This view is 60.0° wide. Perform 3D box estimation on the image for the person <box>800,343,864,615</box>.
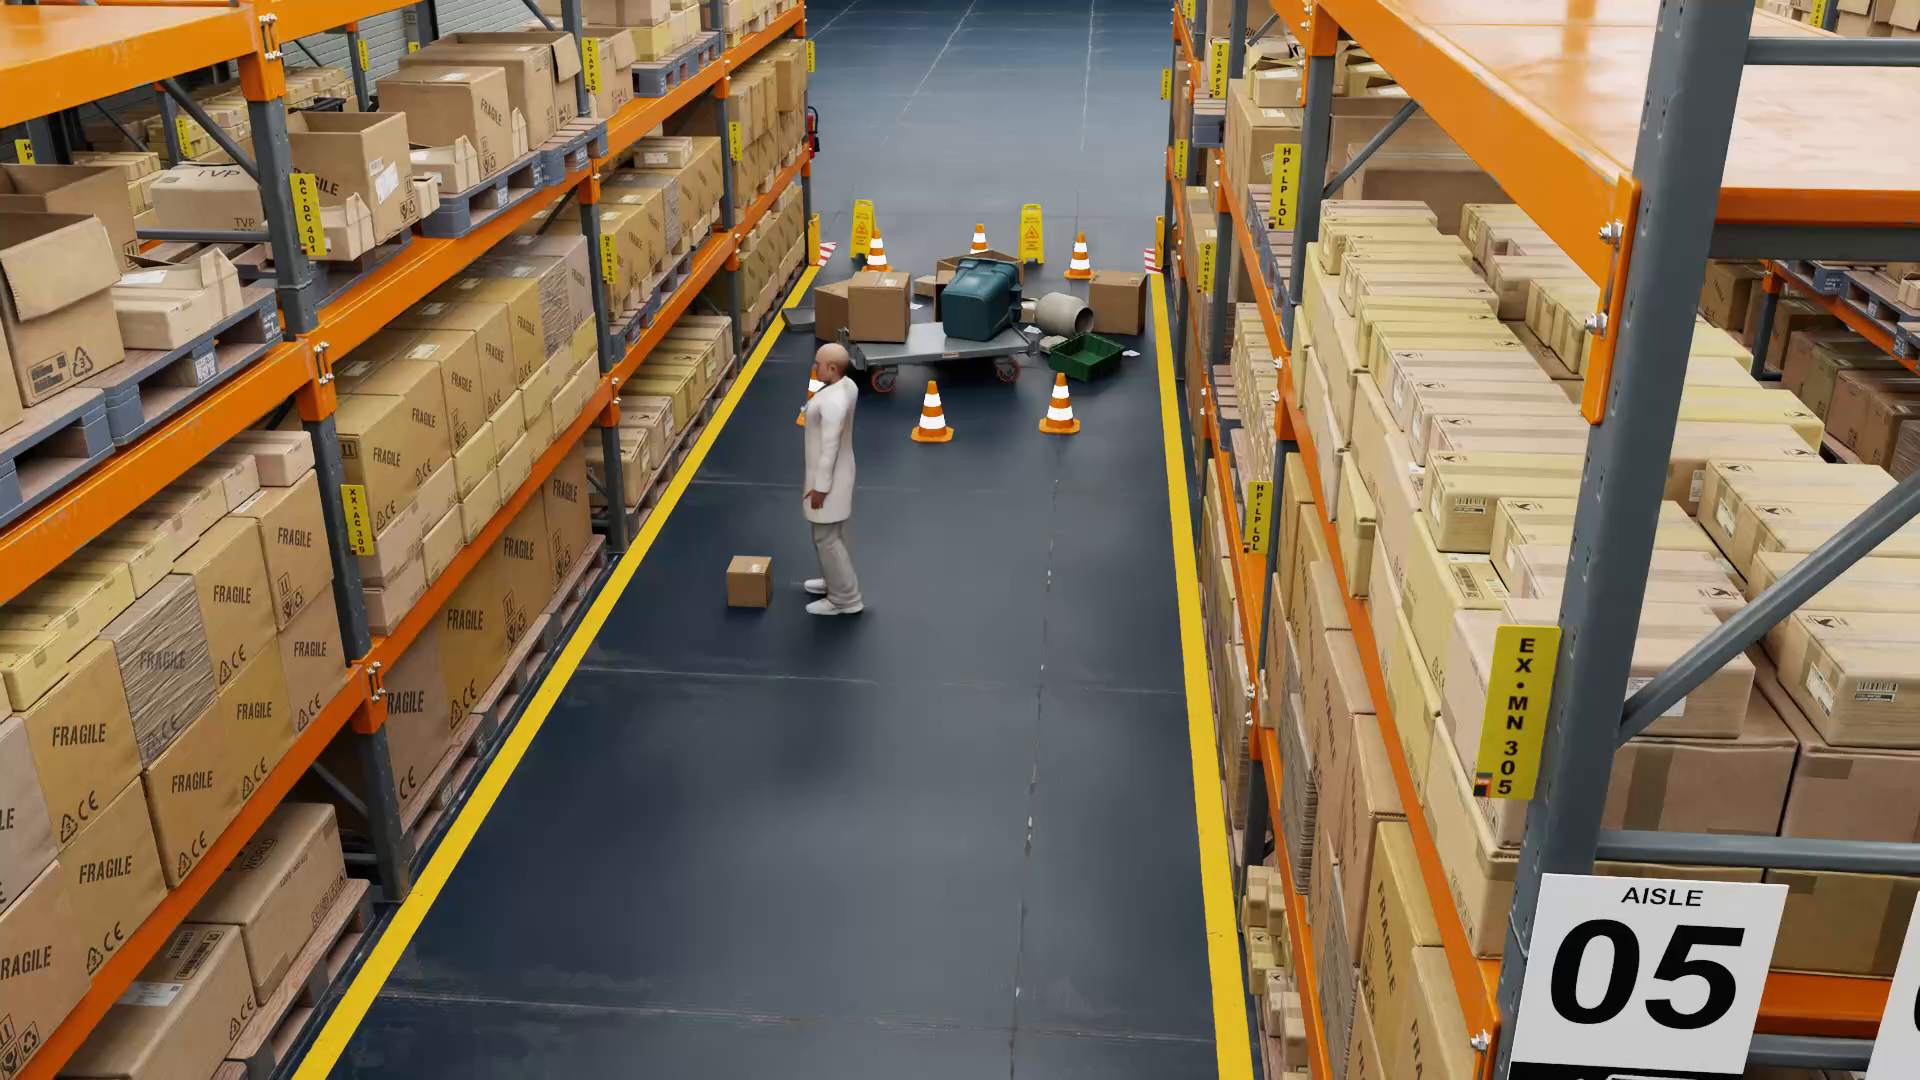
[{"bbox_3d":[-0.833,-0.384,10.505,0.440,1.786,0.566,2,24,5],"label":"person"}]
